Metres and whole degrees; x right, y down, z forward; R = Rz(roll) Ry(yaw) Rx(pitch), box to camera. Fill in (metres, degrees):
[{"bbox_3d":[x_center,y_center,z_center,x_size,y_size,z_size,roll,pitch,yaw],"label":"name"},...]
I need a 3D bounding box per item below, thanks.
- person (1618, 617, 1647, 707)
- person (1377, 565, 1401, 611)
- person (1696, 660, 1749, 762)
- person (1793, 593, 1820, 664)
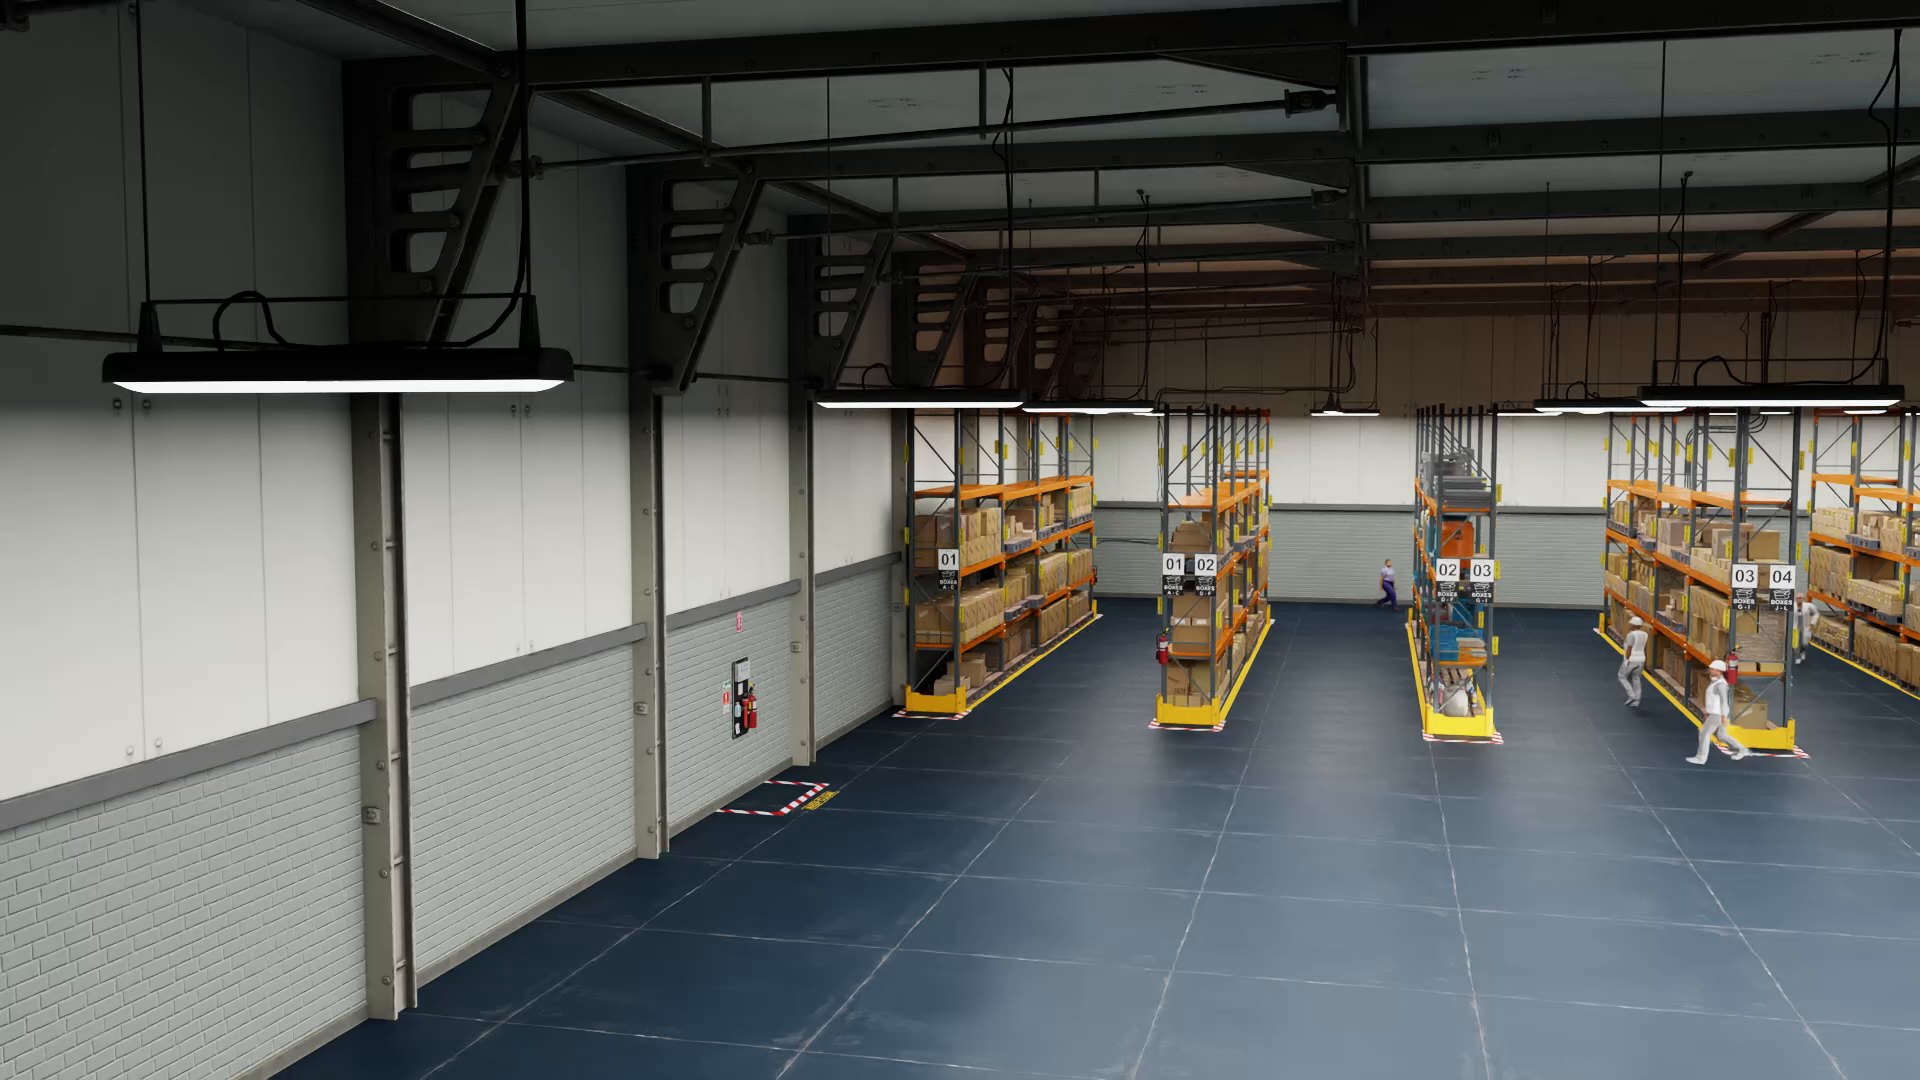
[{"bbox_3d":[13.404,2.416,33.021,0.560,1.780,0.473,-1,4,-13],"label":"person"},{"bbox_3d":[12.841,1.430,49.808,0.465,1.316,0.967,-3,5,-38],"label":"person"},{"bbox_3d":[12.611,2.826,27.454,0.826,1.687,0.538,1,4,16],"label":"person"},{"bbox_3d":[19.653,2.062,38.867,0.752,1.682,0.647,2,4,22],"label":"person"}]
